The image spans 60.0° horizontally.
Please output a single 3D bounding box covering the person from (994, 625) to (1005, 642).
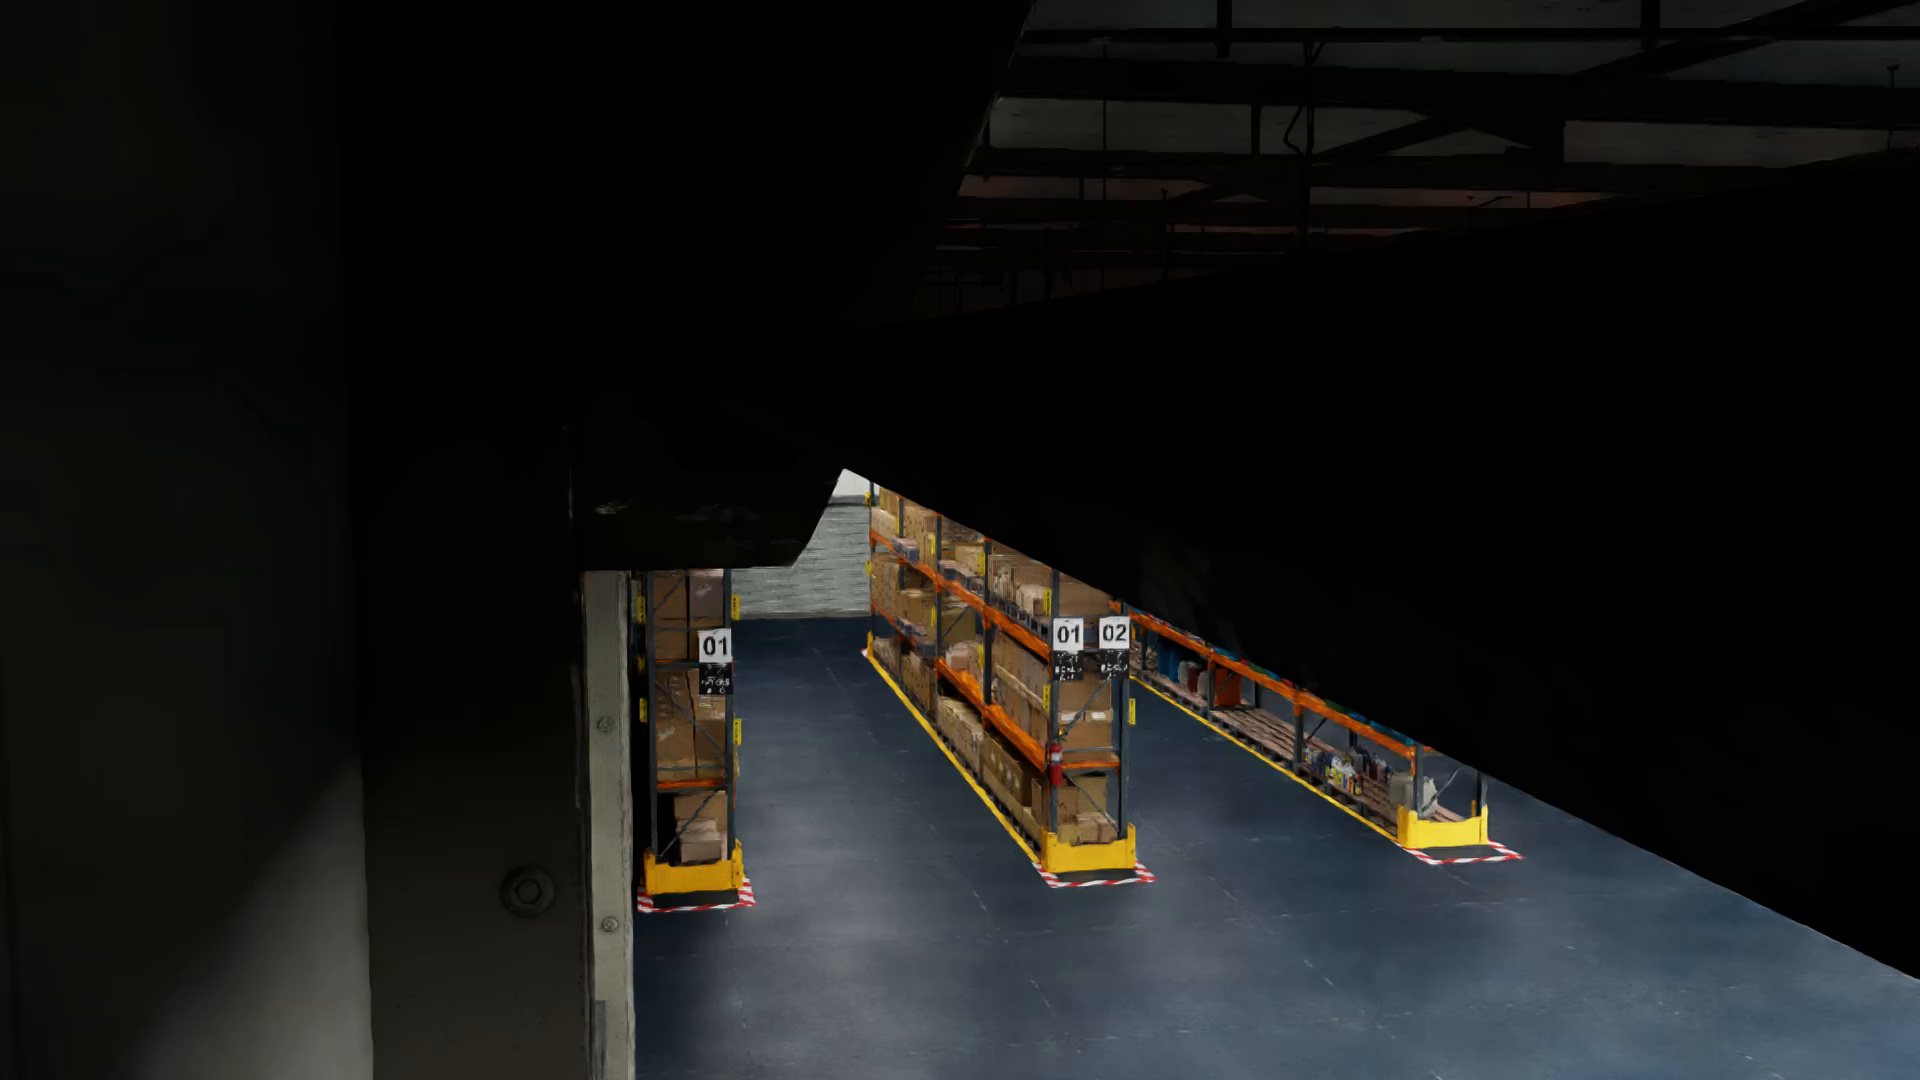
[{"bbox_3d":[0.999,1.604,37.312,0.510,1.671,0.572,0,6,1],"label":"person"}]
